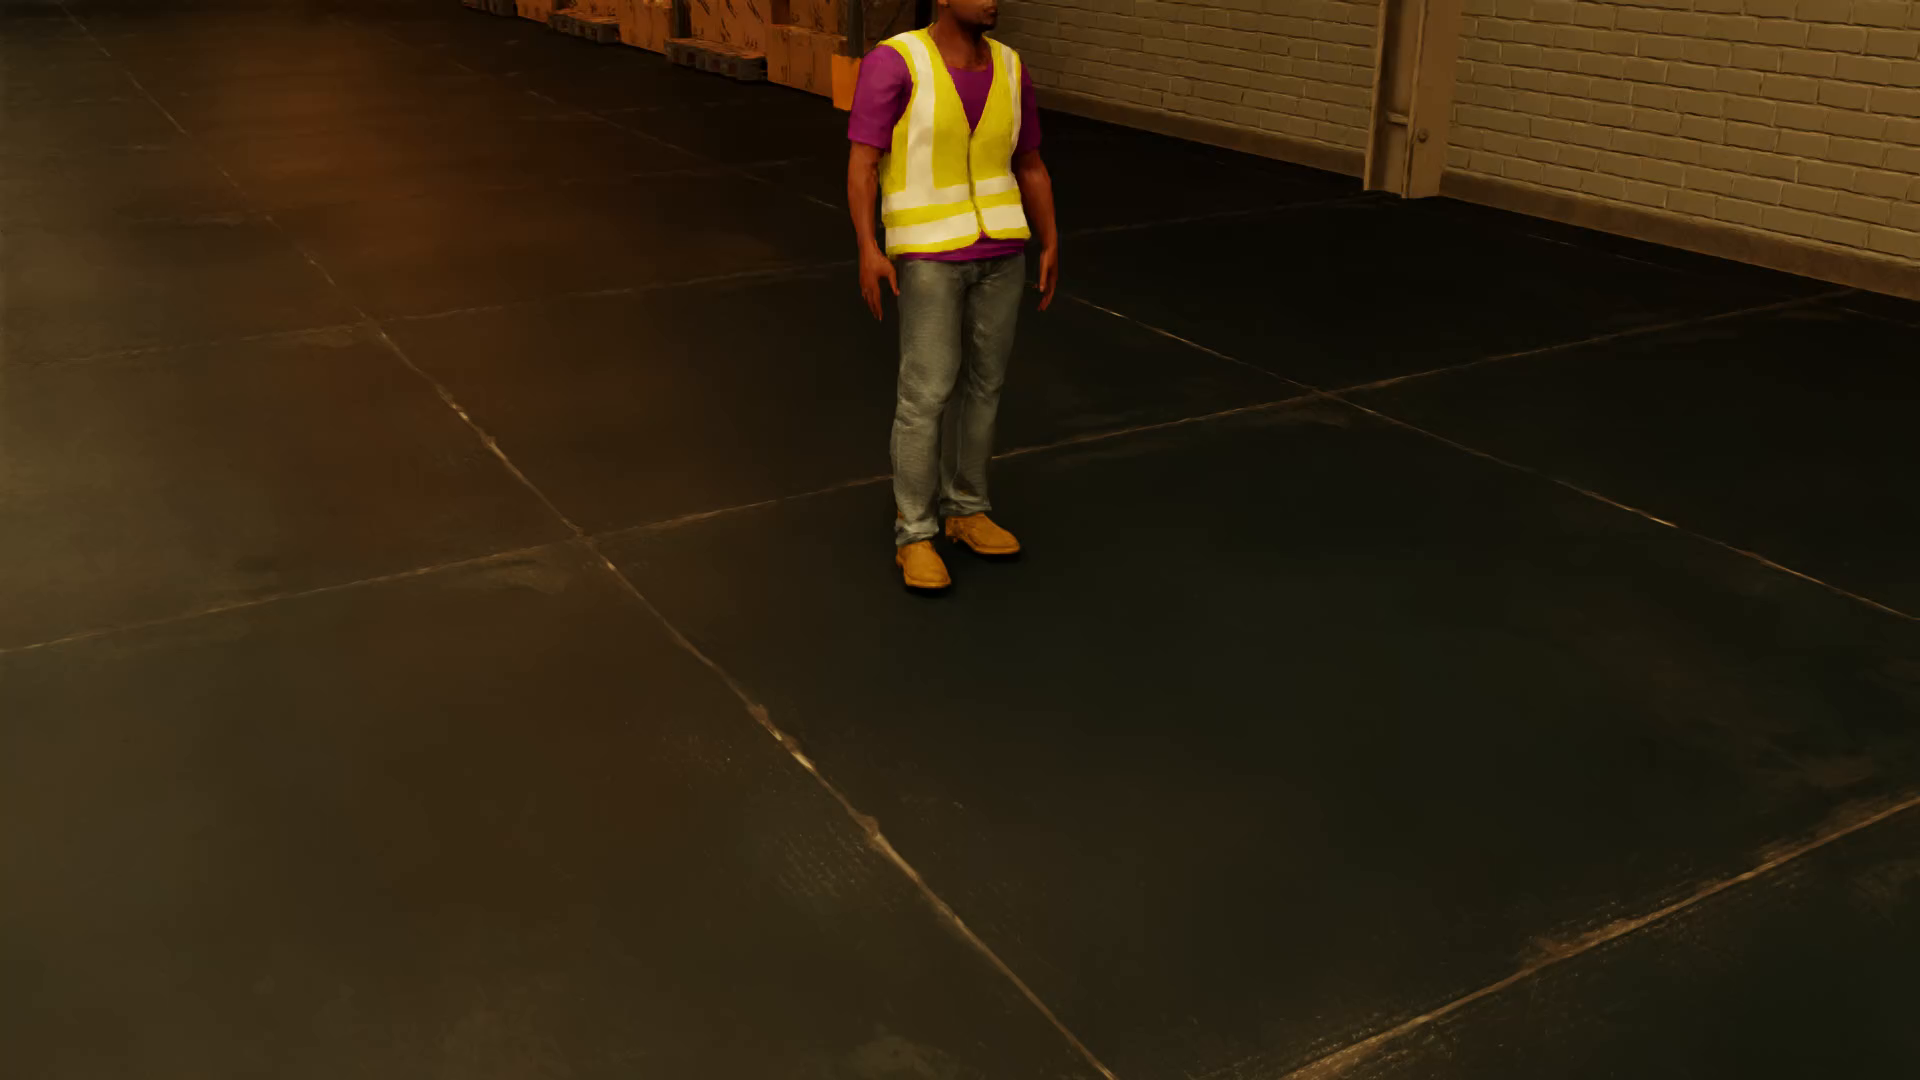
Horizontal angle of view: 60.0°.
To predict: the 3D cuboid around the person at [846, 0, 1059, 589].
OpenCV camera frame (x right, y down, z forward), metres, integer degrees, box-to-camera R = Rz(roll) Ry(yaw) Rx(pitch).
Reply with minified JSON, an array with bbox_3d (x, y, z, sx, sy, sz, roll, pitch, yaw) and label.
[{"bbox_3d":[0.030,-0.800,4.738,0.665,1.766,0.576,-12,25,-28],"label":"person"}]
